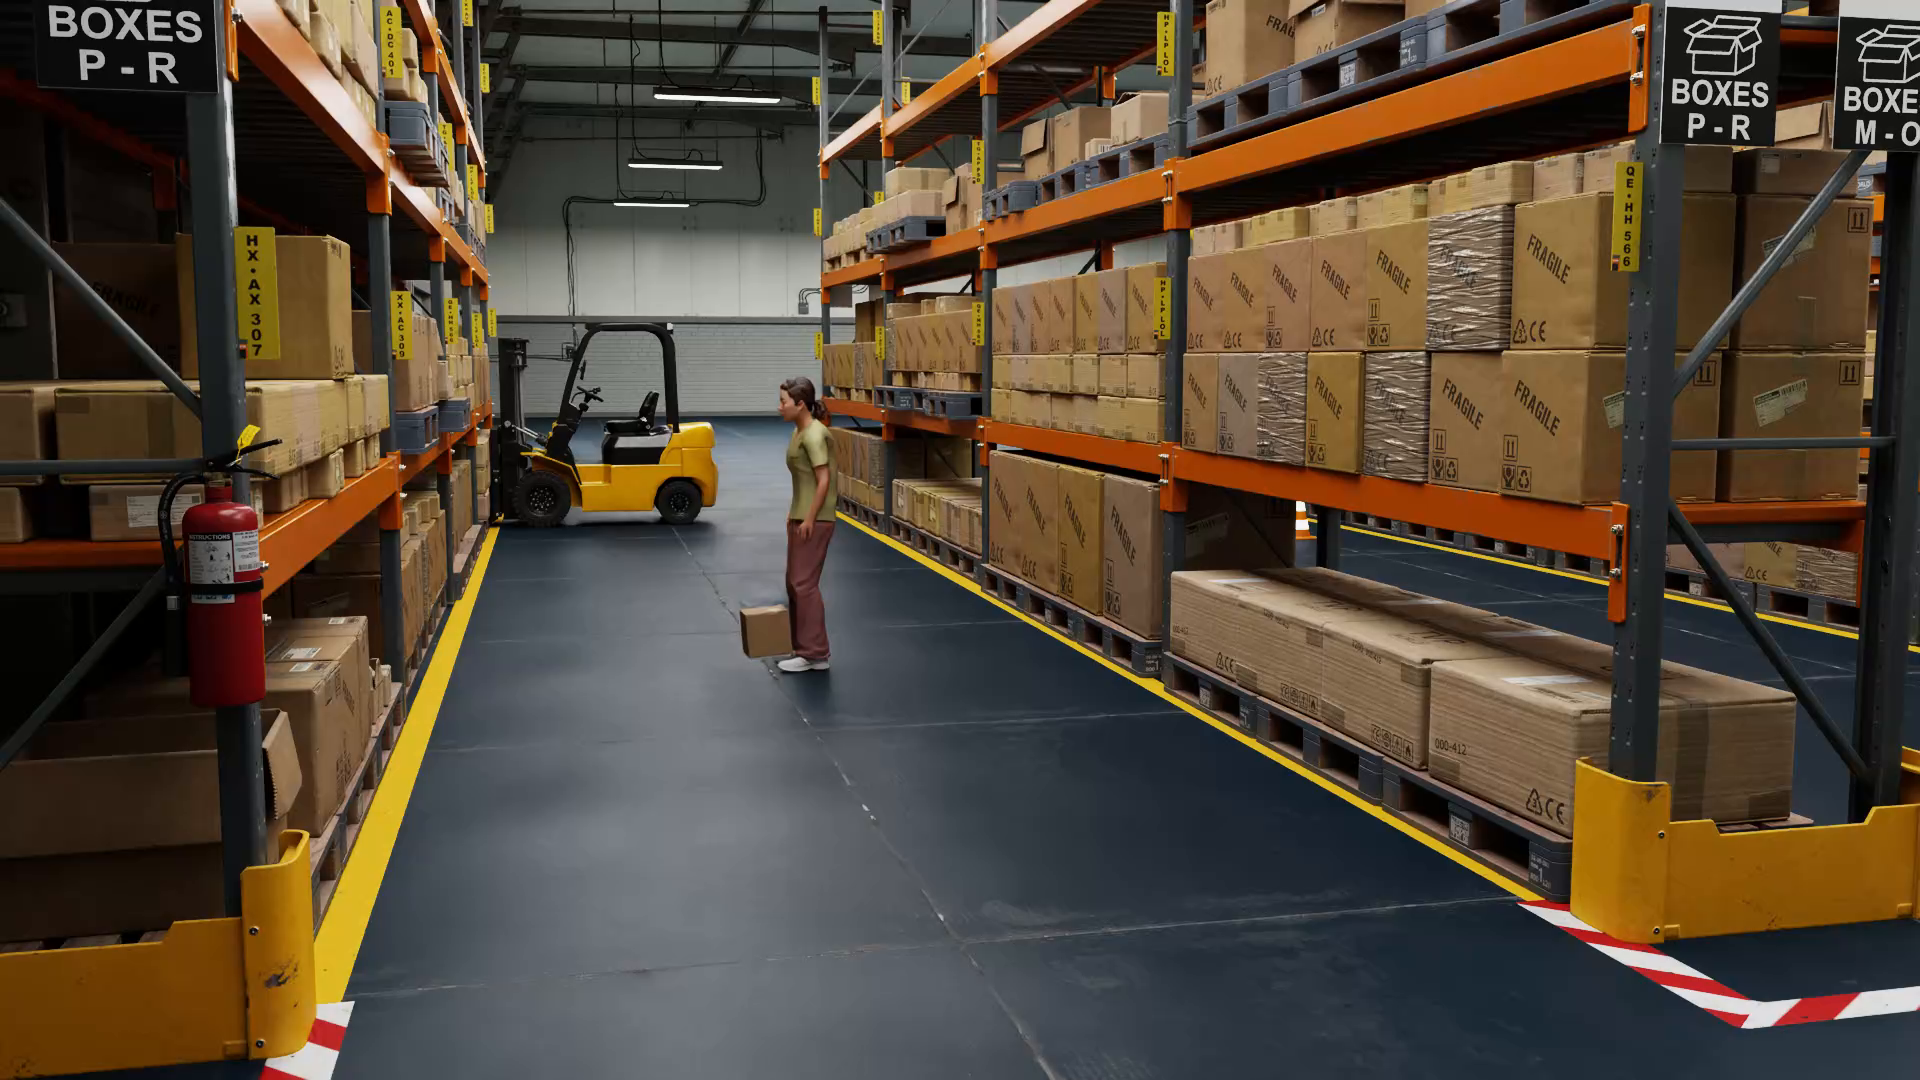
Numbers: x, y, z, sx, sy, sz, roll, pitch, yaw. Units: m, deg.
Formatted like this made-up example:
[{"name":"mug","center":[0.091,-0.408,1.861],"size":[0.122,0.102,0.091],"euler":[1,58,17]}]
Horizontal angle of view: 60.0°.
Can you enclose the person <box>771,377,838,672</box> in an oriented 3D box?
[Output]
[{"name":"person","center":[-0.892,-0.097,9.530],"size":[0.372,1.674,0.489],"euler":[-2,6,-16]}]
